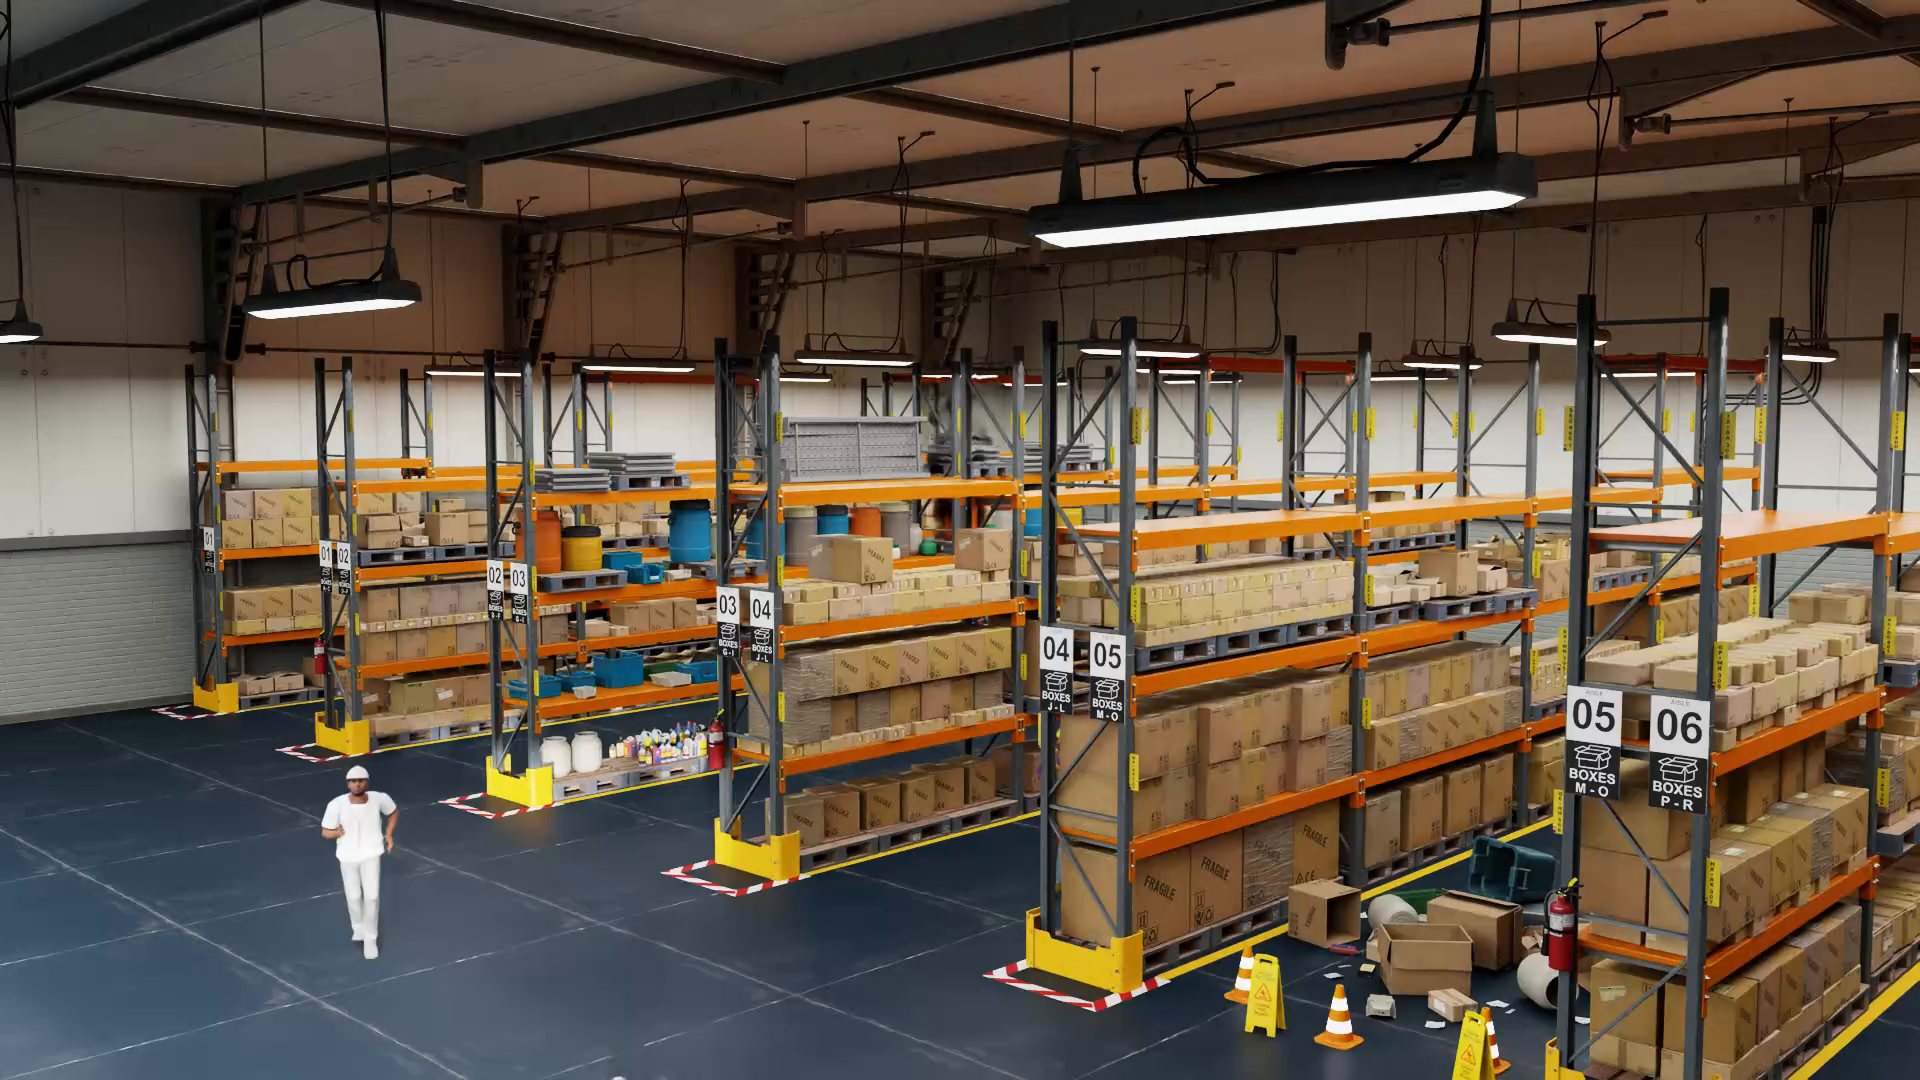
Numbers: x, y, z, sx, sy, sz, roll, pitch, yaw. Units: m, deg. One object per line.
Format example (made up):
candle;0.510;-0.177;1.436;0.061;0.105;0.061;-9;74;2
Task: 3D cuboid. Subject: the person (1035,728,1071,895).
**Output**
person;1.125;2.889;18.040;0.712;1.744;0.961;3;5;34

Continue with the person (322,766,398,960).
person;-5.740;3.064;15.915;0.674;1.823;0.730;-1;5;-15
